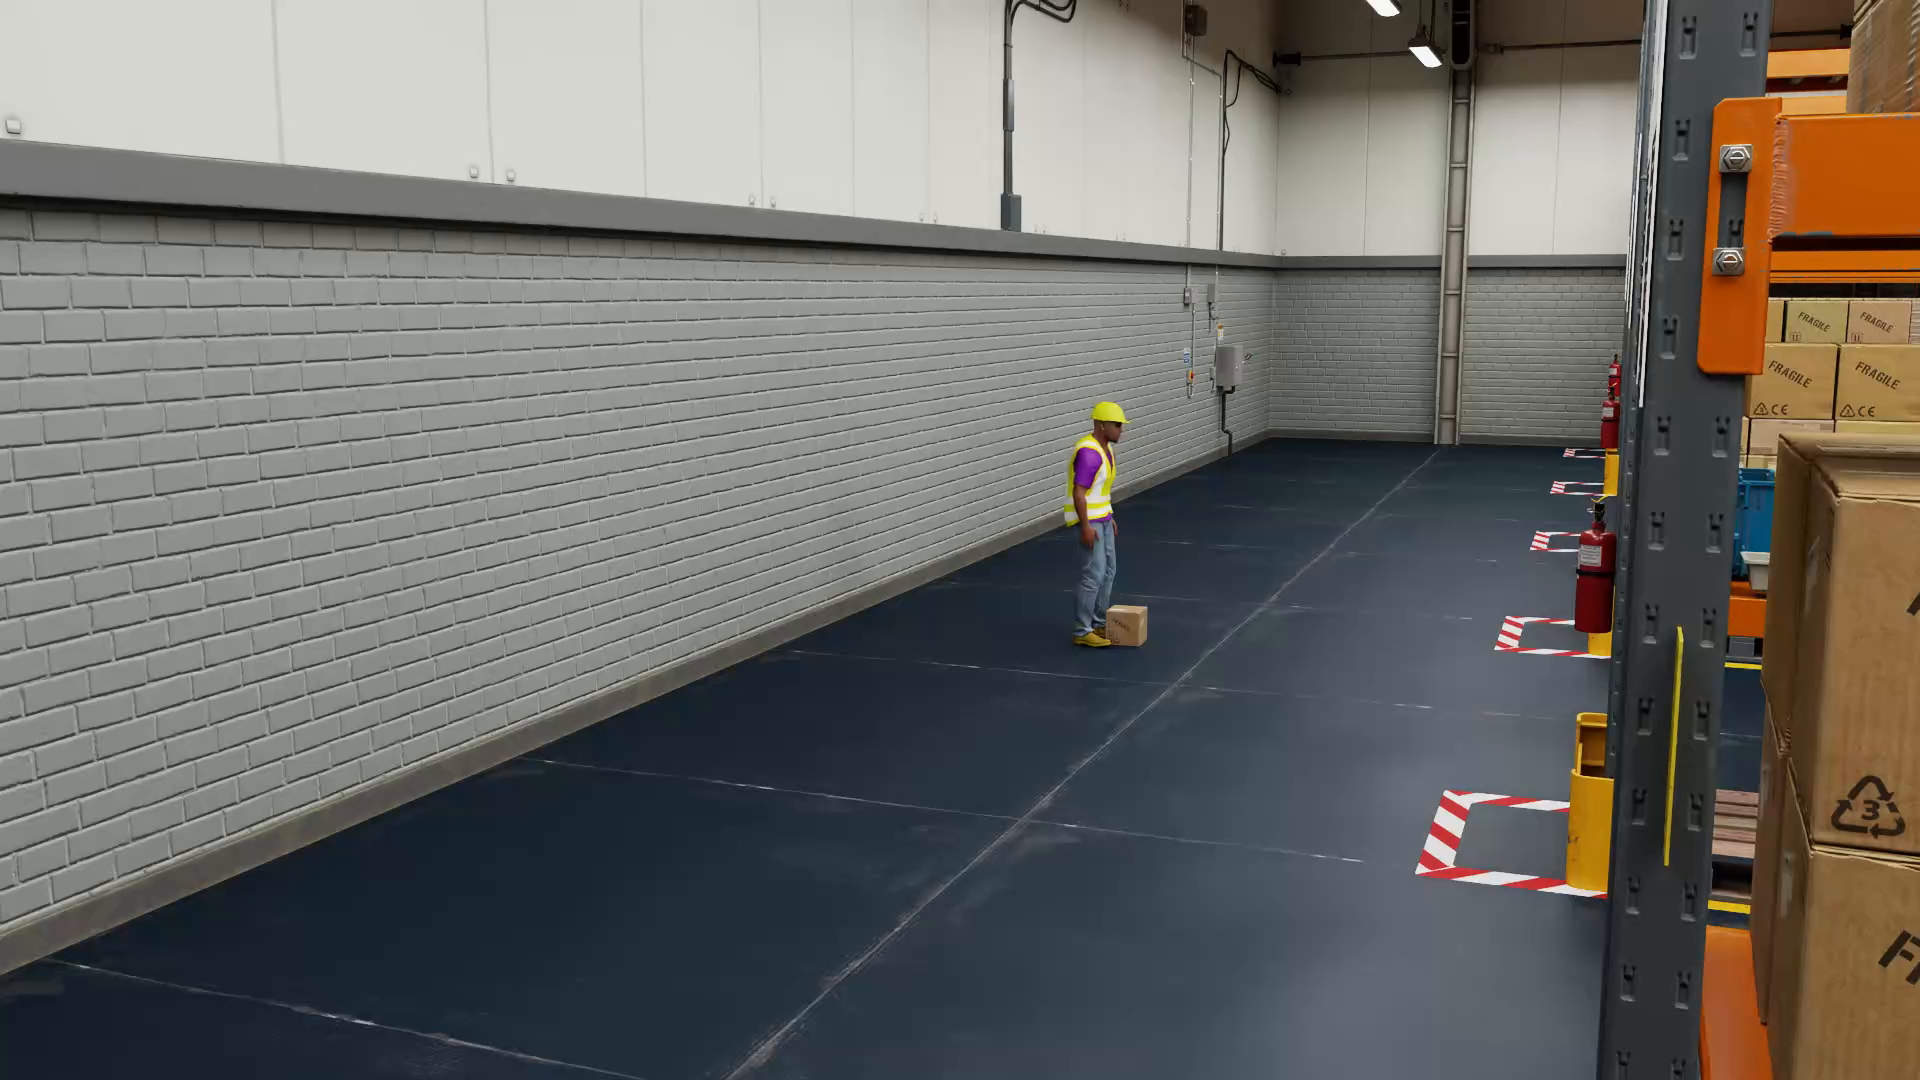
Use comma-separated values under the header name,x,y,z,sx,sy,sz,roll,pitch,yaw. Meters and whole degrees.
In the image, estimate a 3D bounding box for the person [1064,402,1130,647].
name,x,y,z,sx,sy,sz,roll,pitch,yaw
person,1.000,-0.128,12.132,0.460,1.760,0.627,3,9,21
